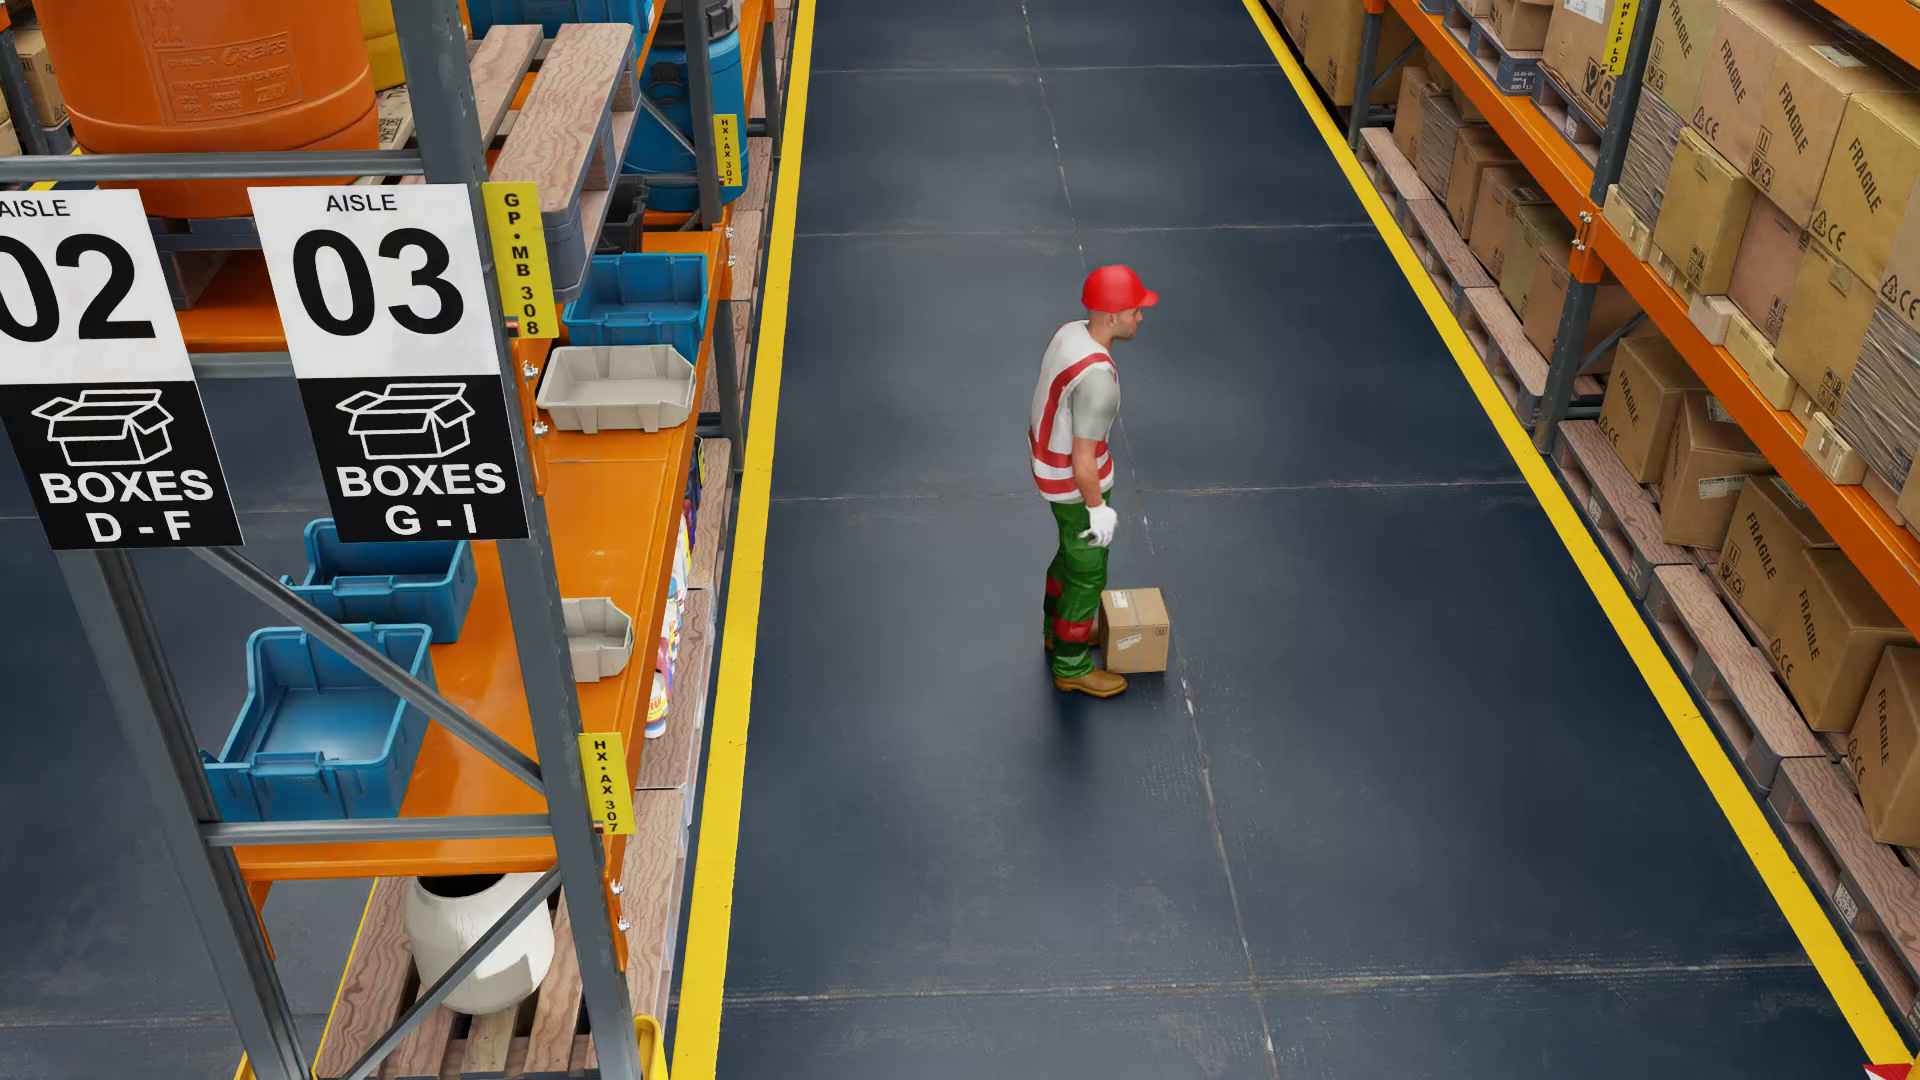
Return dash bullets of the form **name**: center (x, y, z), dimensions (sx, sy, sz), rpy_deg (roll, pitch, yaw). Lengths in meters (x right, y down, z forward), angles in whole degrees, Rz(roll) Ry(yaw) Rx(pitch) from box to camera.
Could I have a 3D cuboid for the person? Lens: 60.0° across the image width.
- **person**: center (0.498, -0.237, 6.471), dimensions (0.456, 1.778, 0.615), rpy_deg (-2, 35, -3)
